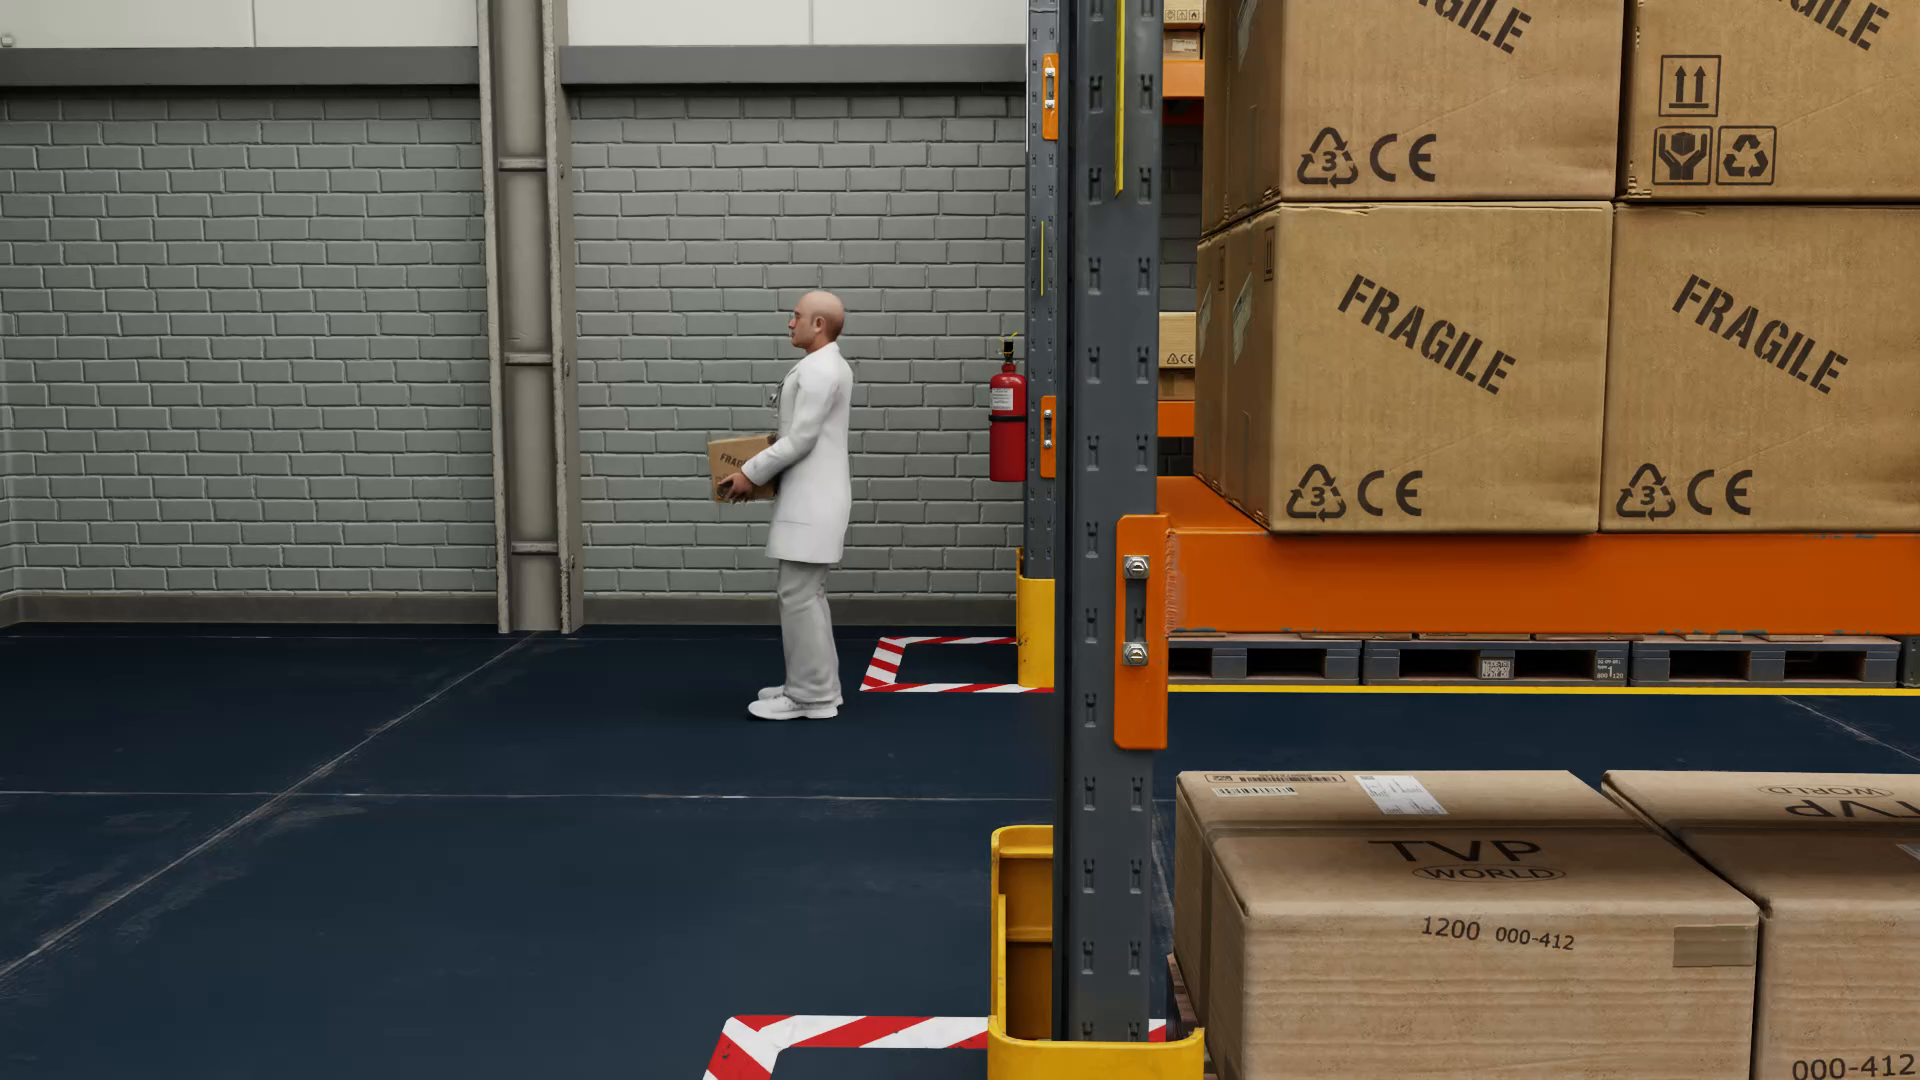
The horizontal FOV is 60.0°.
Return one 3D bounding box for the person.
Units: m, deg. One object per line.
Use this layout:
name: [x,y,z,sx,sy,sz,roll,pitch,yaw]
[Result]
person: [-0.726,-0.147,6.990,0.541,1.779,0.542,0,7,1]
